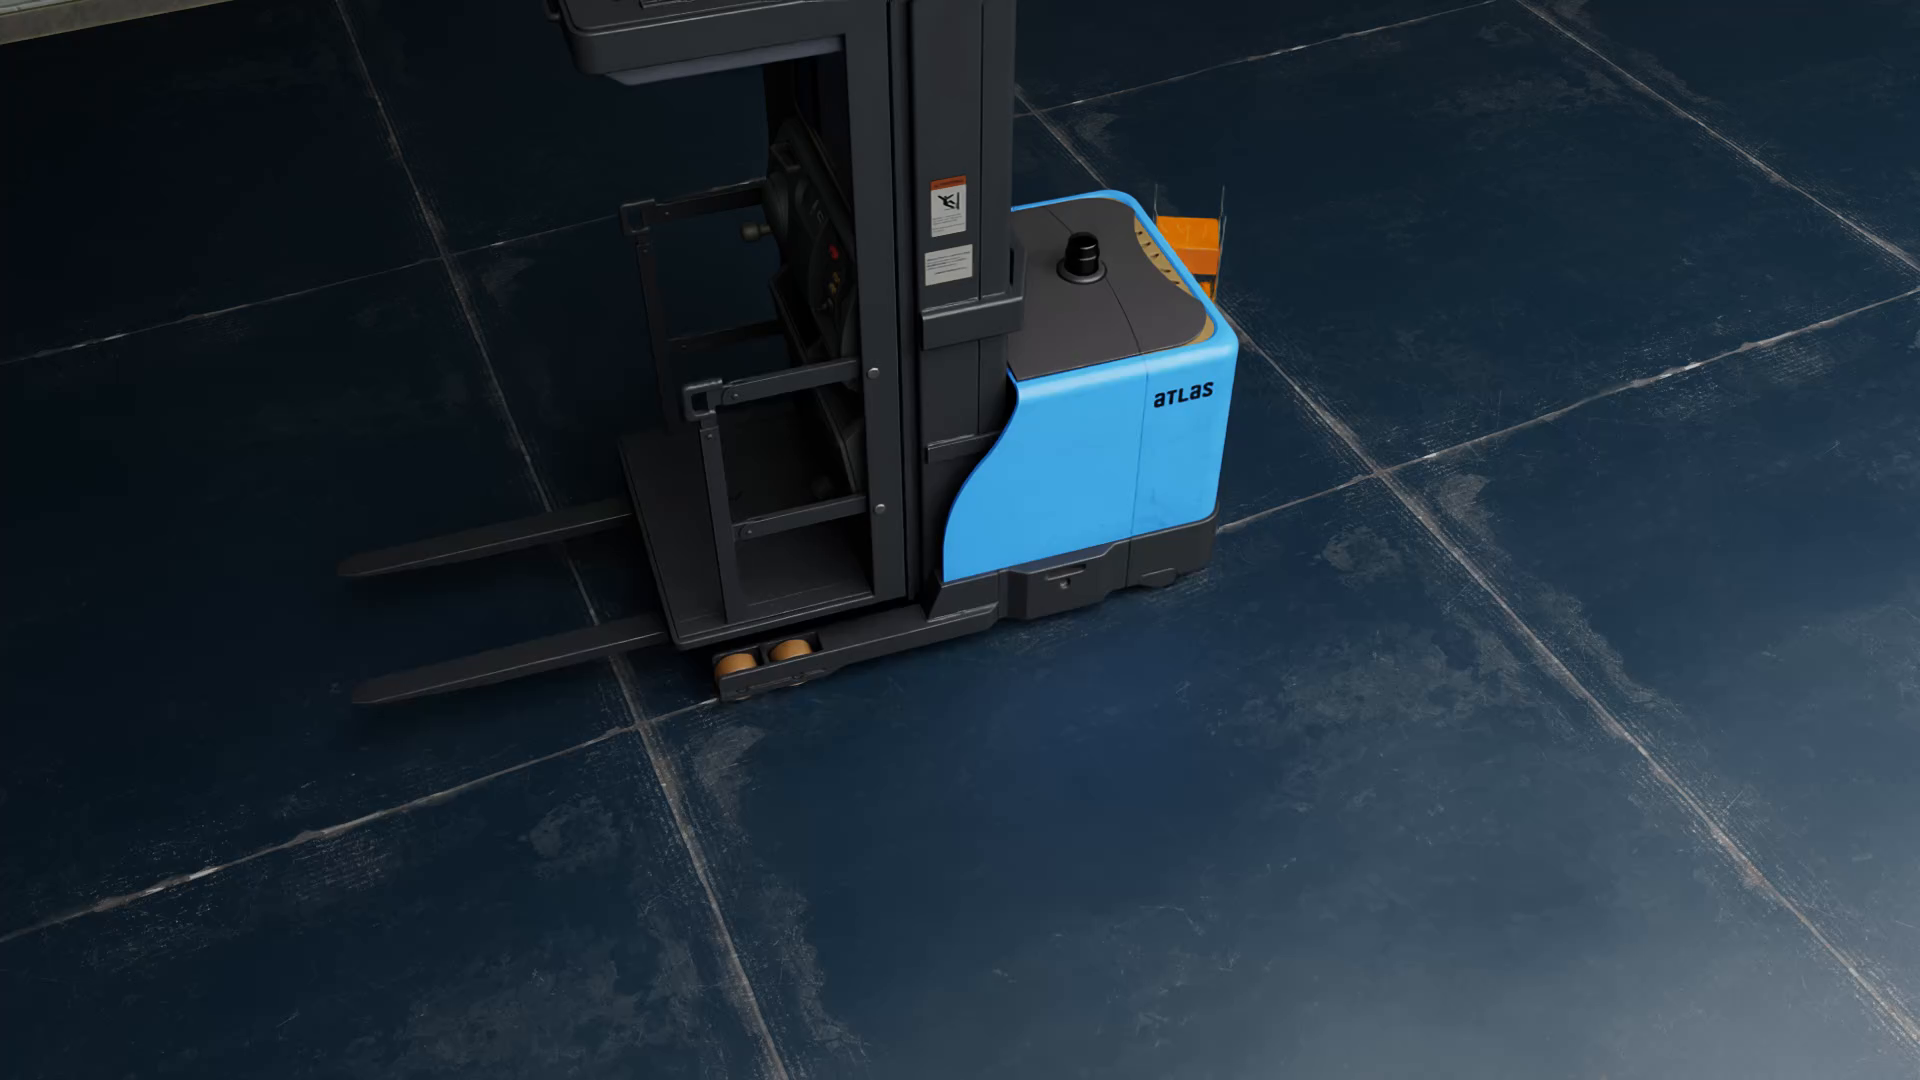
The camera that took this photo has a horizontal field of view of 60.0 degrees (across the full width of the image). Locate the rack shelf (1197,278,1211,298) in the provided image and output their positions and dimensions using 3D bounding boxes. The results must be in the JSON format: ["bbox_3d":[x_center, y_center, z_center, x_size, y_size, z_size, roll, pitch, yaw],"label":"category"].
[{"bbox_3d":[0.832,-0.844,6.372,0.240,0.259,0.215,3,44,3],"label":"rack shelf"}]

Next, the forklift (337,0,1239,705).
[{"bbox_3d":[-0.649,-0.915,5.091,3.031,2.935,1.130,-13,46,-13],"label":"forklift"}]

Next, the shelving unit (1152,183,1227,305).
[{"bbox_3d":[0.832,-0.851,6.365,0.252,1.050,0.215,3,44,3],"label":"shelving unit"}]

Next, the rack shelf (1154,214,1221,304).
[{"bbox_3d":[0.832,-1.047,6.174,0.240,0.259,0.215,3,44,3],"label":"rack shelf"}]

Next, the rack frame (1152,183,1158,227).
[{"bbox_3d":[0.710,-0.858,6.372,0.008,1.050,0.200,3,44,3],"label":"rack frame"}]

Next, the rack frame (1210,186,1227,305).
[{"bbox_3d":[0.953,-0.844,6.357,0.008,1.050,0.200,3,44,3],"label":"rack frame"}]
